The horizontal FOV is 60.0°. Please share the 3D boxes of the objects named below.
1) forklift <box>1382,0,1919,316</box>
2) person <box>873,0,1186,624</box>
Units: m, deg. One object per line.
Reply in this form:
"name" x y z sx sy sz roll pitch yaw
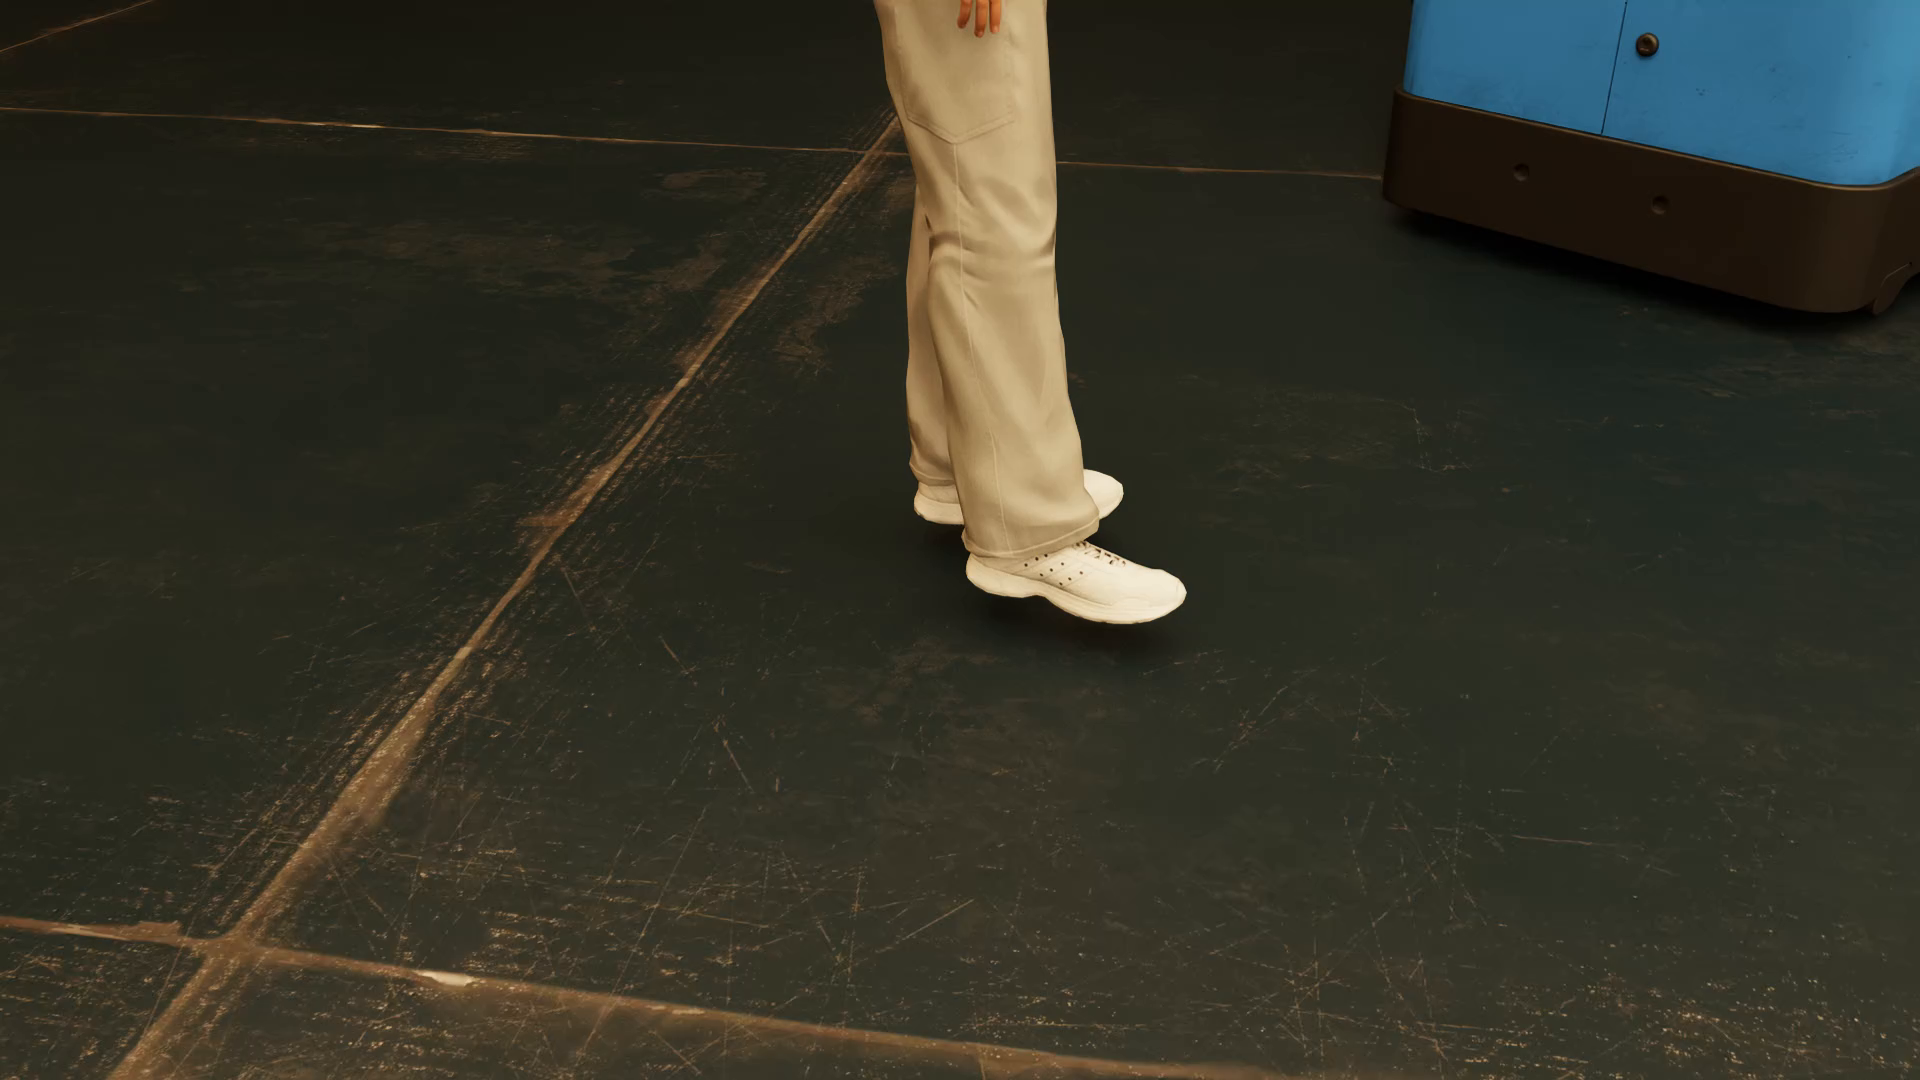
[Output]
"forklift" 2.373 -2.308 3.641 3.031 2.935 1.130 -24 37 -37
"person" 0.070 -0.762 2.048 0.547 1.673 0.550 5 29 9
